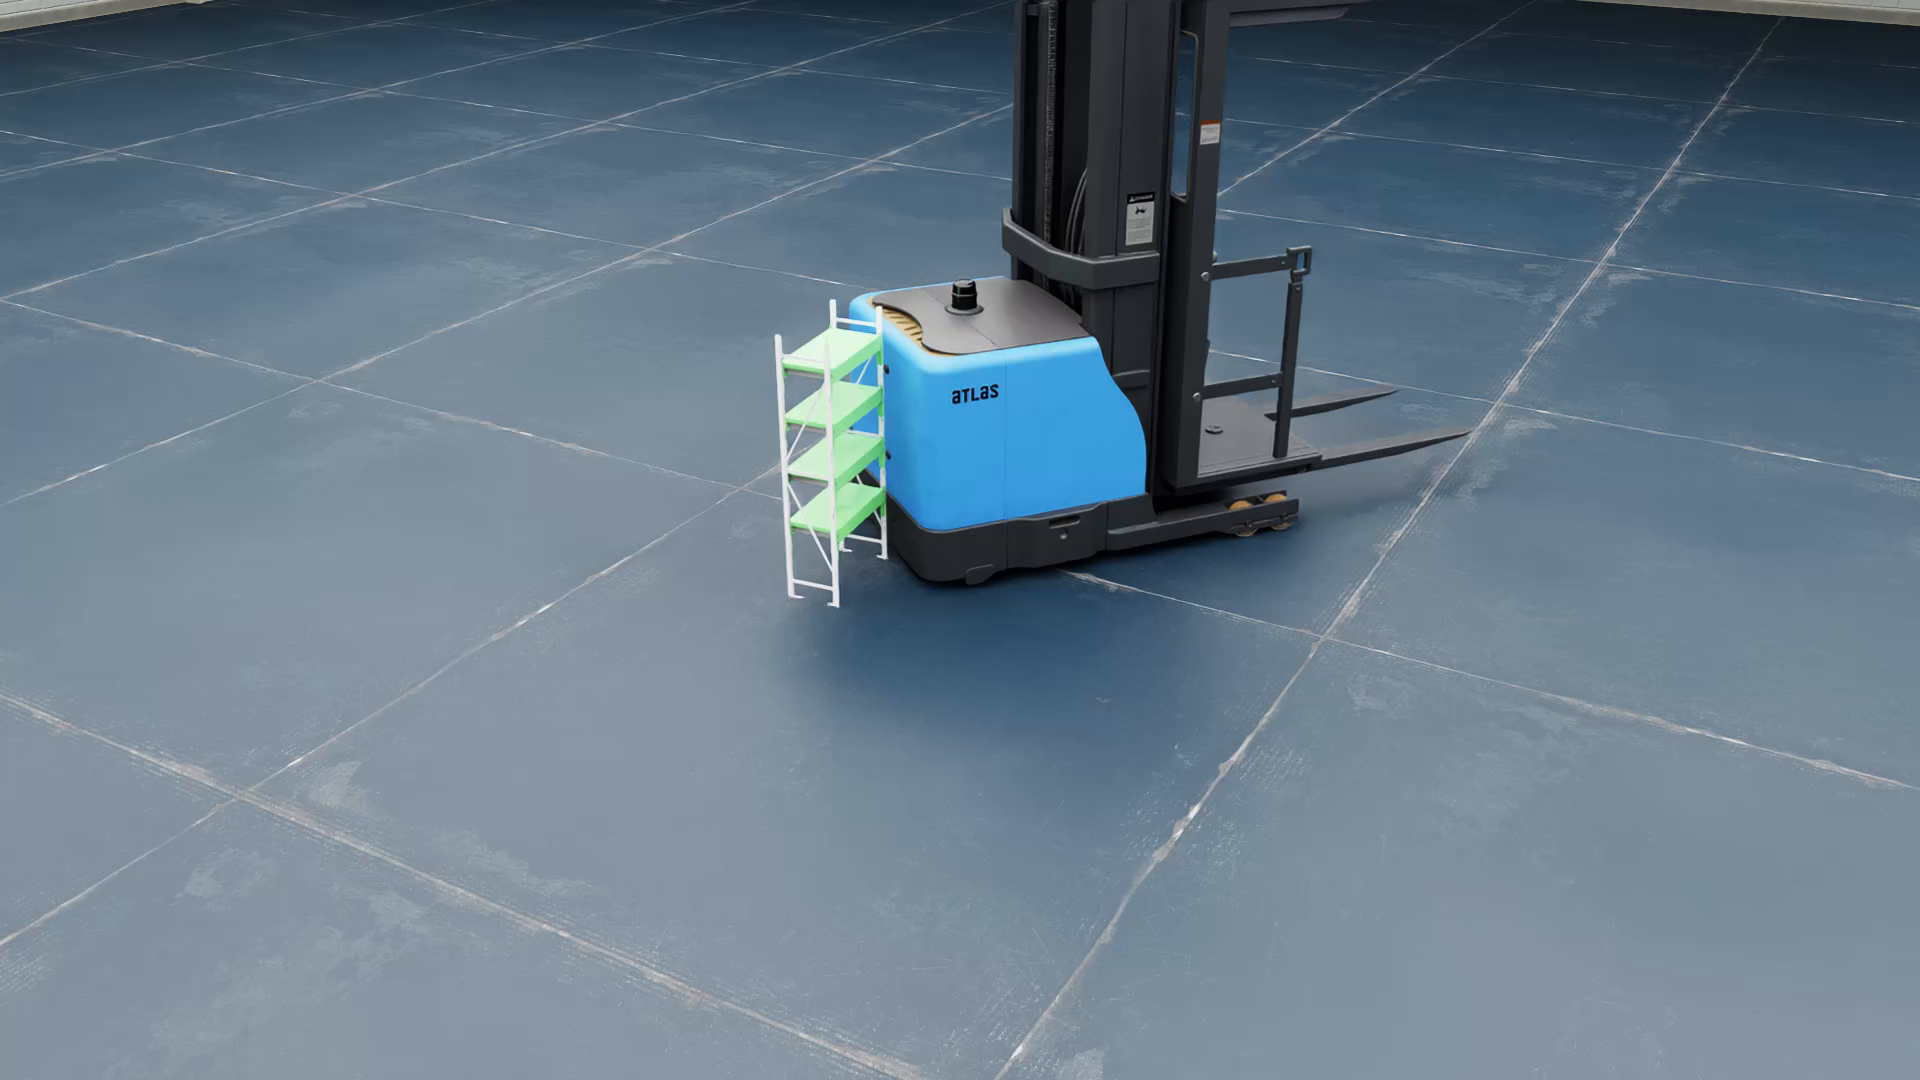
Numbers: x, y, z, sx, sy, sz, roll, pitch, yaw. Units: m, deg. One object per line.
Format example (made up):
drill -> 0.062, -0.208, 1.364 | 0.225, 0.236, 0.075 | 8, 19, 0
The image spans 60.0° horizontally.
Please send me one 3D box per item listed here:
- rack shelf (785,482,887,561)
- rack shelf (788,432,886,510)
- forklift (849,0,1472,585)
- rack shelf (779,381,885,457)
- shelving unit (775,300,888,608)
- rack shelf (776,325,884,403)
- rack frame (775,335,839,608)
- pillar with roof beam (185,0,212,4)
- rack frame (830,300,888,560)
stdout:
rack shelf -> -0.539, -0.098, 7.283 | 0.258, 0.148, 0.480 | 11, 29, 20
rack shelf -> -0.539, -0.312, 7.176 | 0.258, 0.148, 0.480 | 11, 29, 20
forklift -> 1.047, -1.530, 7.533 | 3.031, 2.935, 1.130 | -11, 29, -20
rack shelf -> -0.539, -0.527, 7.068 | 0.258, 0.148, 0.480 | 11, 29, 20
shelving unit -> -0.539, -0.369, 7.147 | 0.258, 1.200, 0.503 | 11, 29, 20
rack shelf -> -0.539, -0.741, 6.961 | 0.258, 0.148, 0.480 | 11, 29, 20
rack frame -> -0.634, -0.269, 6.946 | 0.240, 1.200, 0.015 | 11, 29, 20
pillar with roof beam -> -6.251, -10.211, 18.095 | 9.100, 9.000, 0.400 | 14, 30, 26
rack frame -> -0.444, -0.470, 7.348 | 0.240, 1.200, 0.015 | 11, 29, 20
